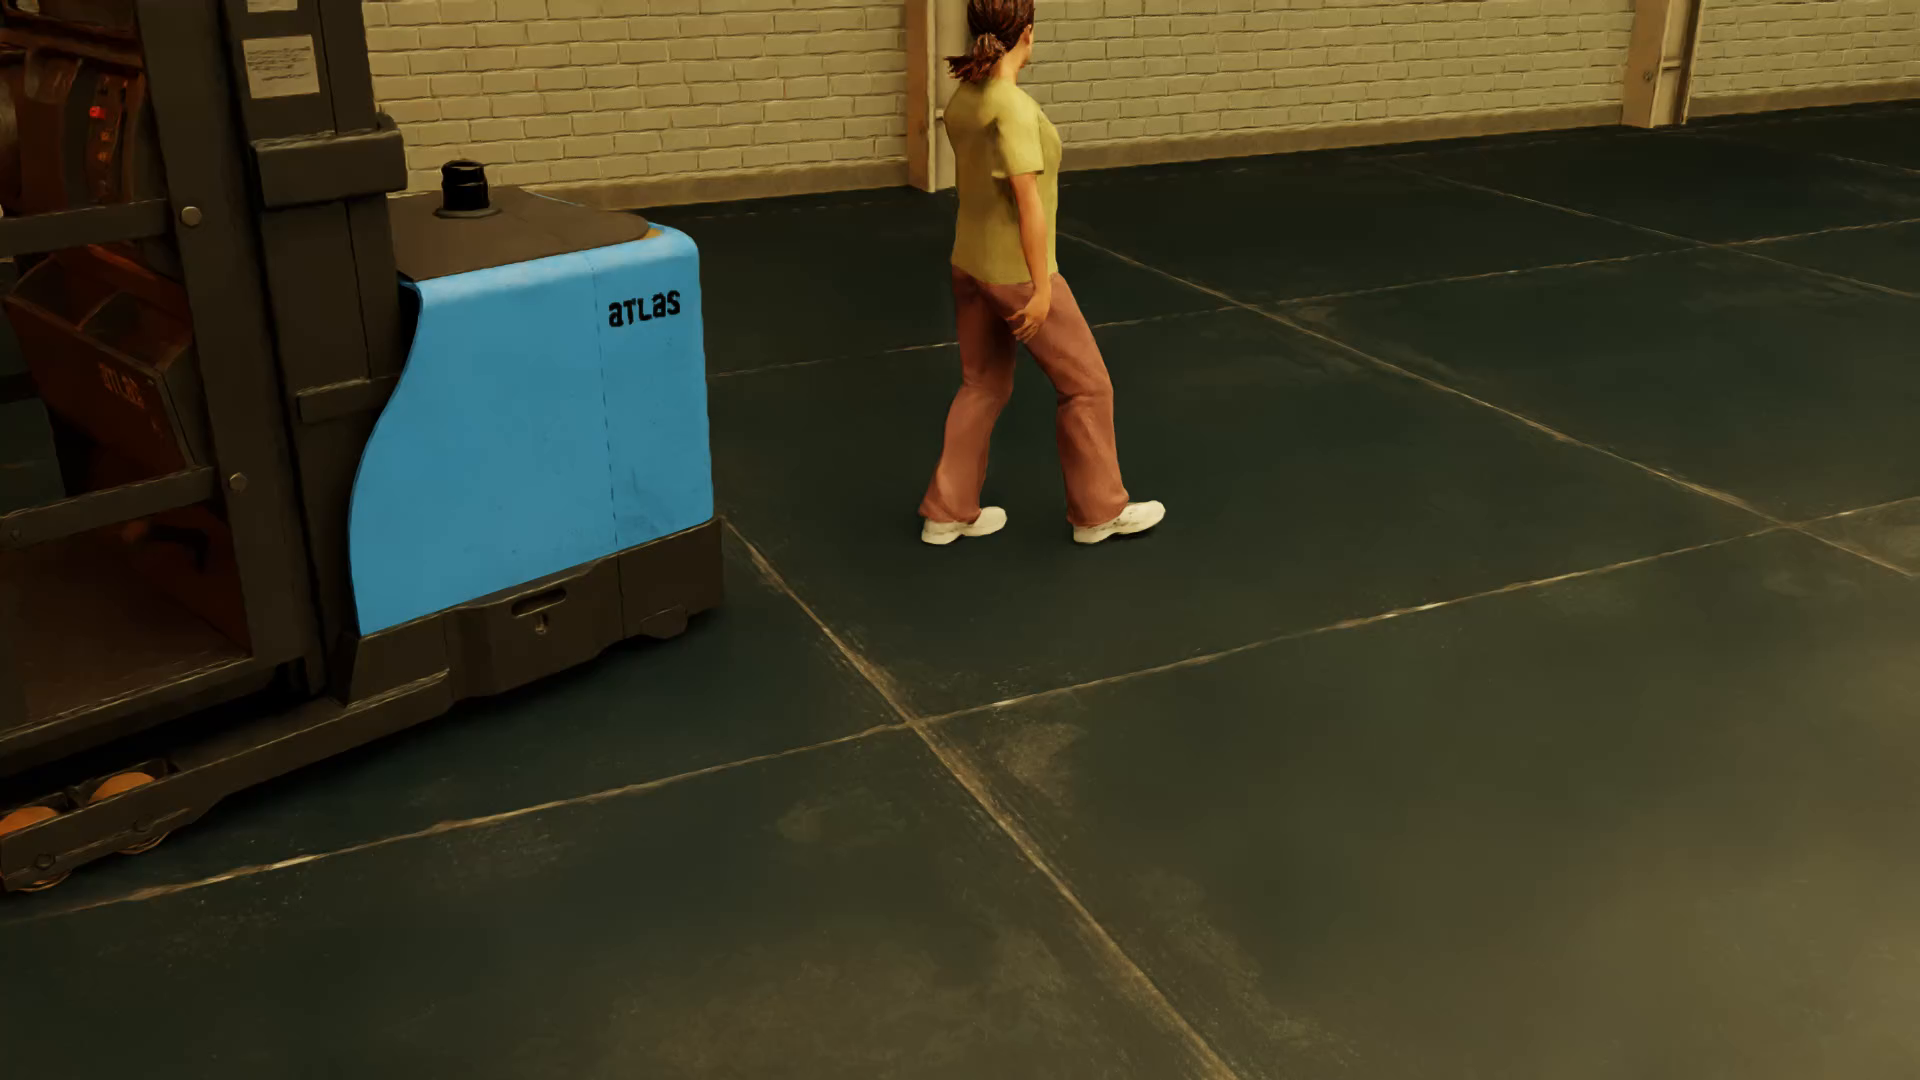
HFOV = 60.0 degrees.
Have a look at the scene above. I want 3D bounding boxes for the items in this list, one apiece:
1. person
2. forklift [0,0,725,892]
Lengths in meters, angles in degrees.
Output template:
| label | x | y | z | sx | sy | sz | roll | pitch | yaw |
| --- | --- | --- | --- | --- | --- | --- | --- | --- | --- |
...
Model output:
| label | x | y | z | sx | sy | sz | roll | pitch | yaw |
| --- | --- | --- | --- | --- | --- | --- | --- | --- | --- |
| person | 0.226 | -0.787 | 4.875 | 0.713 | 1.638 | 0.586 | -13 | 26 | -28 |
| forklift | -2.040 | -0.863 | 3.362 | 1.130 | 2.935 | 3.031 | 21 | 30 | 41 |
